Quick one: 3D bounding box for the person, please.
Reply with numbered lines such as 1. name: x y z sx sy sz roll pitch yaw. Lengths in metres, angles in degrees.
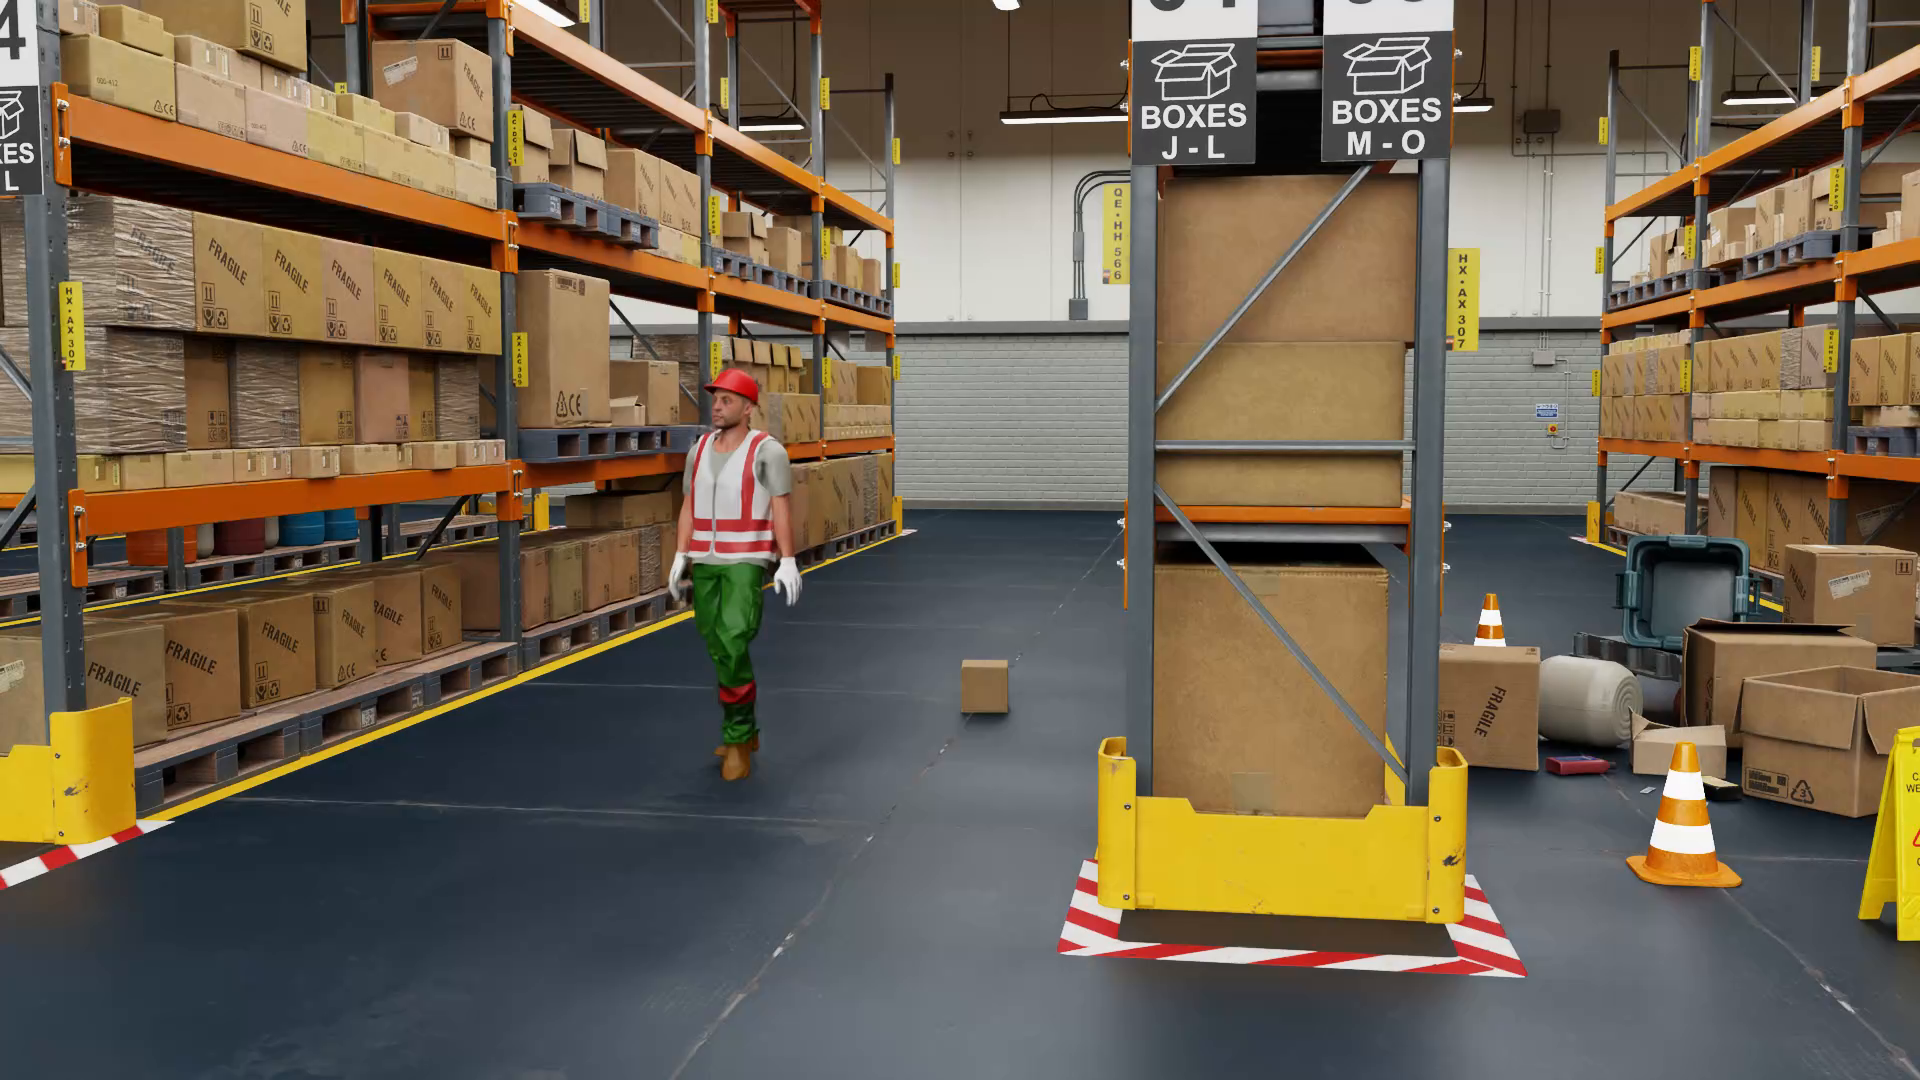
1. person: -1.037 0.151 7.497 0.588 1.843 0.519 2 5 27
